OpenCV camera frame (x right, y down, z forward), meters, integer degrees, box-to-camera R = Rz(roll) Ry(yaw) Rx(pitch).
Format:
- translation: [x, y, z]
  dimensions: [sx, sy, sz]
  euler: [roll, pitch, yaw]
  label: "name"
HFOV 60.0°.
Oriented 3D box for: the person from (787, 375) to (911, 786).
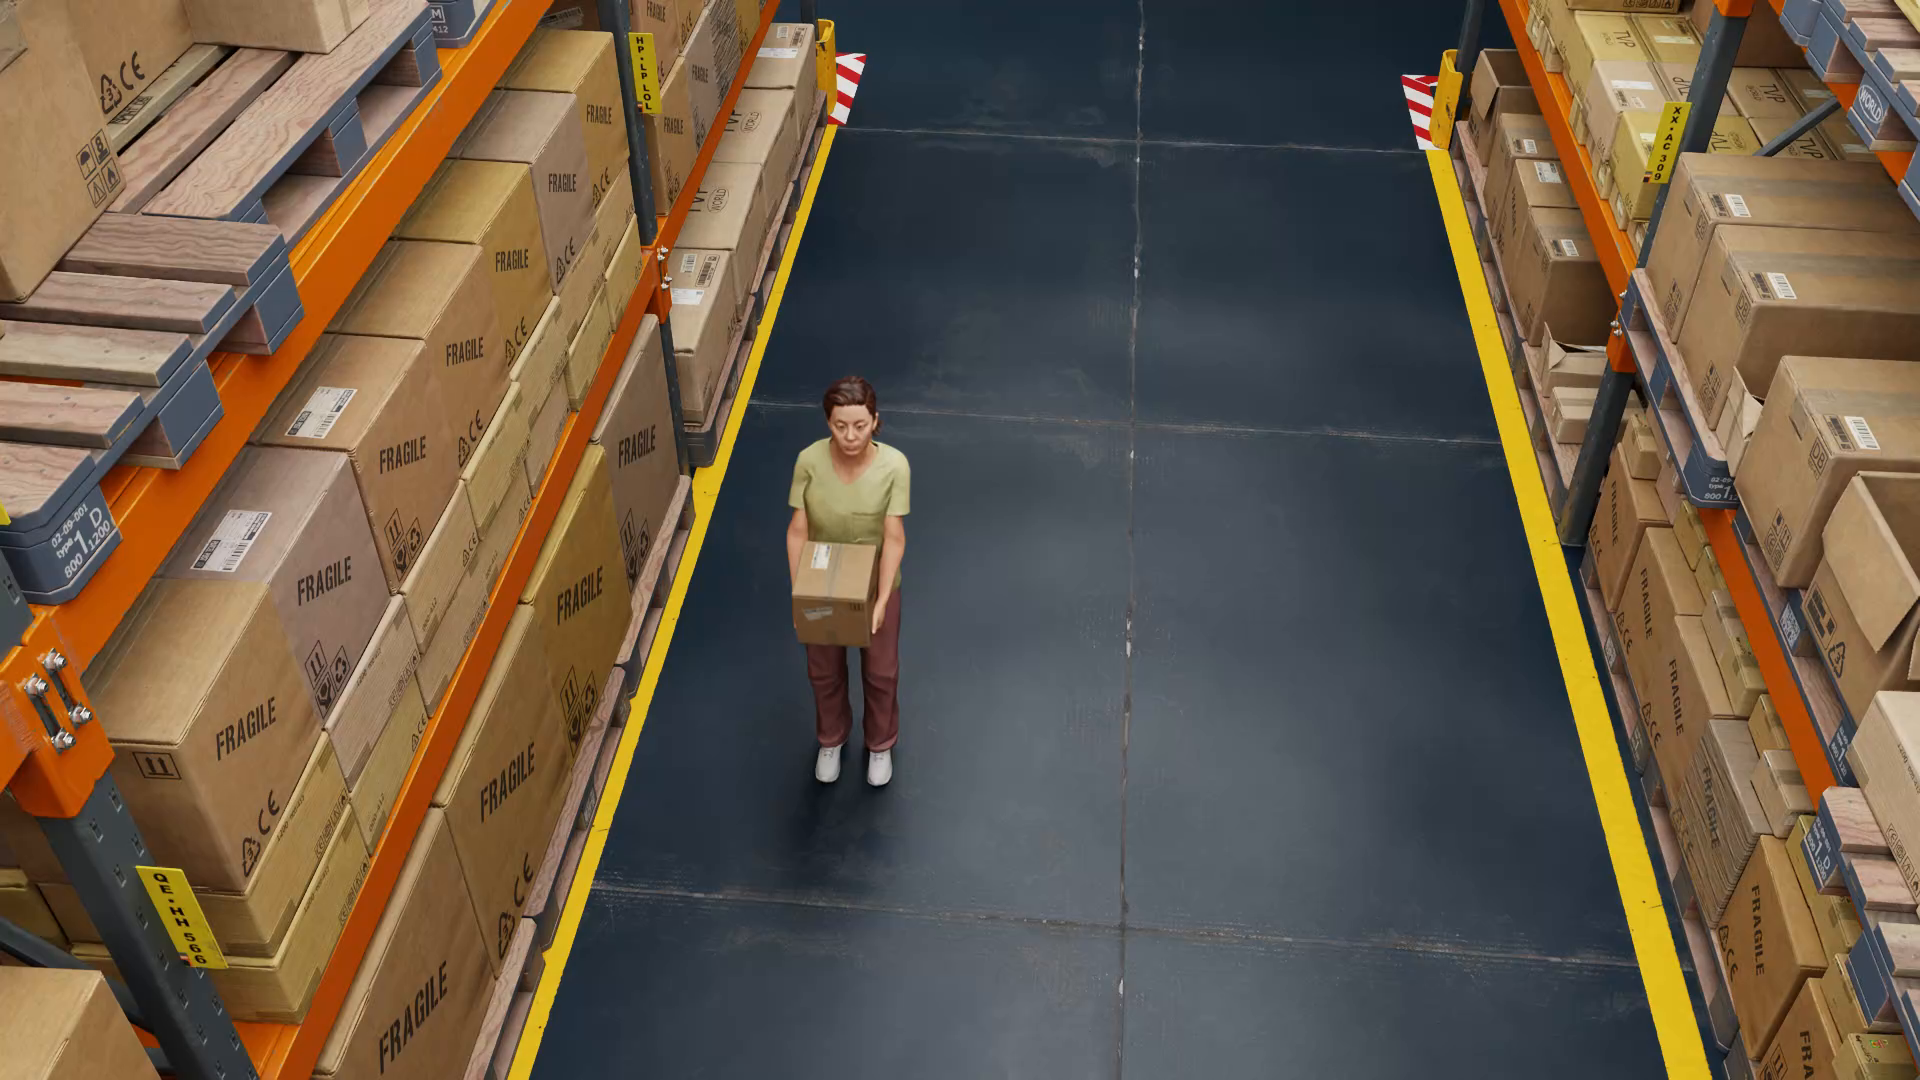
- translation: [-0.391, 0.201, 5.934]
  dimensions: [0.425, 1.657, 0.561]
  euler: [4, 40, 5]
  label: "person"
